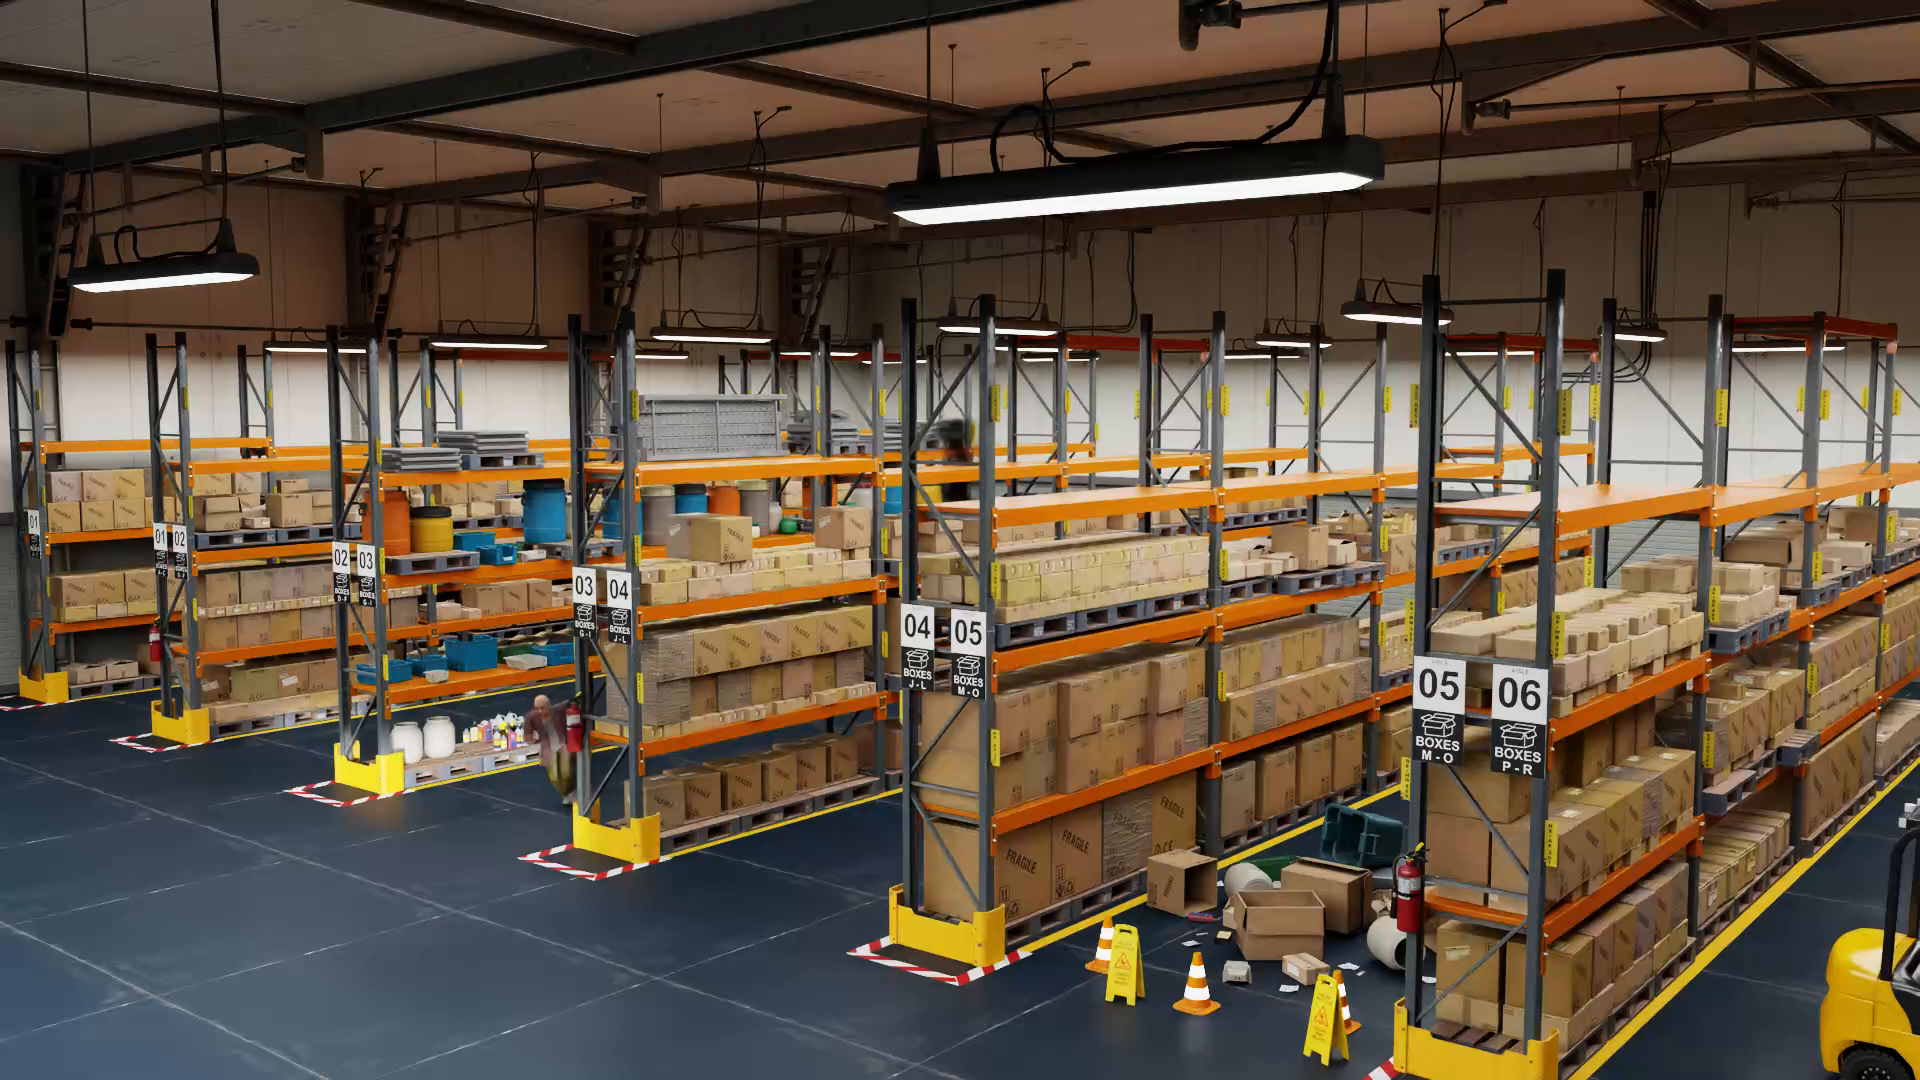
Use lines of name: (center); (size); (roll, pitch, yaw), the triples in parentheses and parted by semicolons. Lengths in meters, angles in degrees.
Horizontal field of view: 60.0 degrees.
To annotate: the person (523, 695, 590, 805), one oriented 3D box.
person: (-4.959, 2.577, 20.386); (0.690, 1.488, 1.026); (0, 5, 1)
